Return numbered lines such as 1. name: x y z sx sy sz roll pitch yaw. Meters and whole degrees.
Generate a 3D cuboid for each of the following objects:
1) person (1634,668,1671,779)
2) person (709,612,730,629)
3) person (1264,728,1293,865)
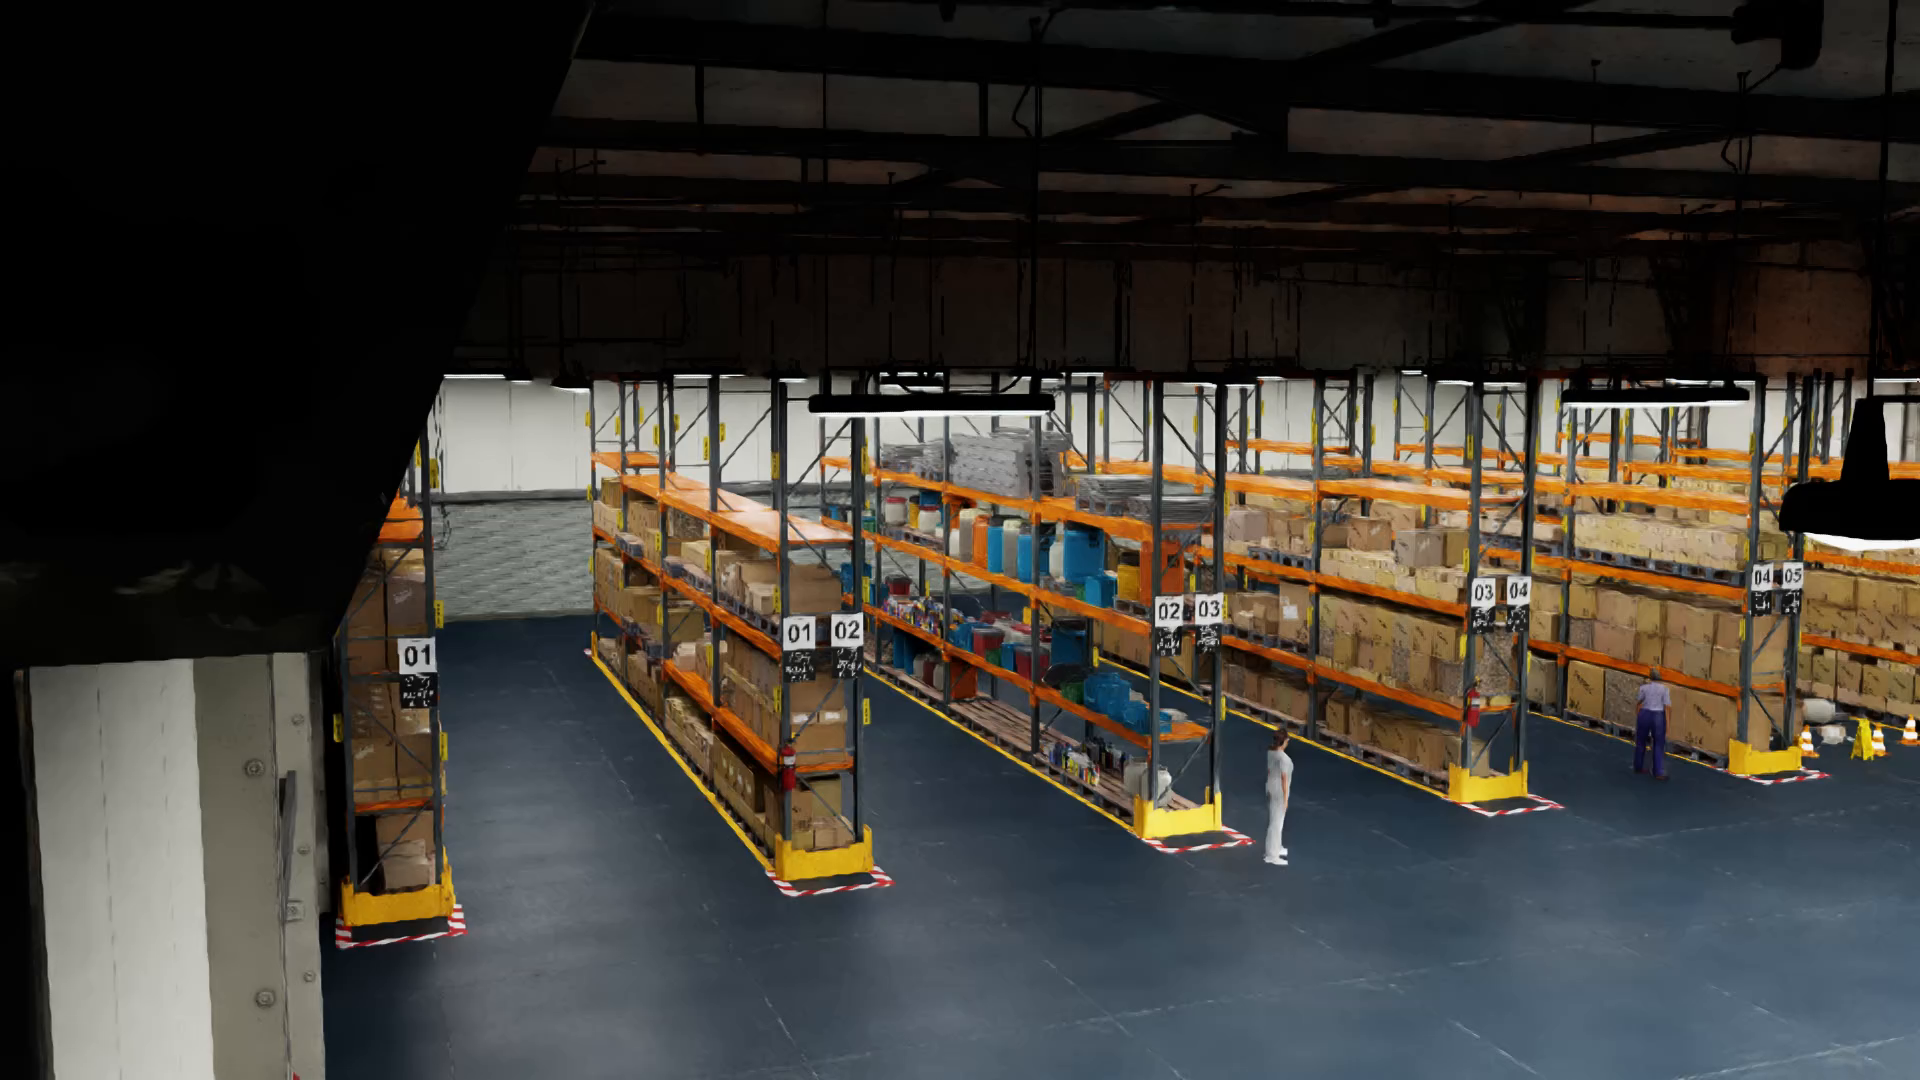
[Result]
1. person: 10.376 2.735 24.901 0.533 1.642 0.429 5 8 38
2. person: -5.286 1.418 36.761 0.684 1.657 0.505 6 9 43
3. person: 3.998 3.179 20.764 0.477 1.672 0.552 -2 7 -16
